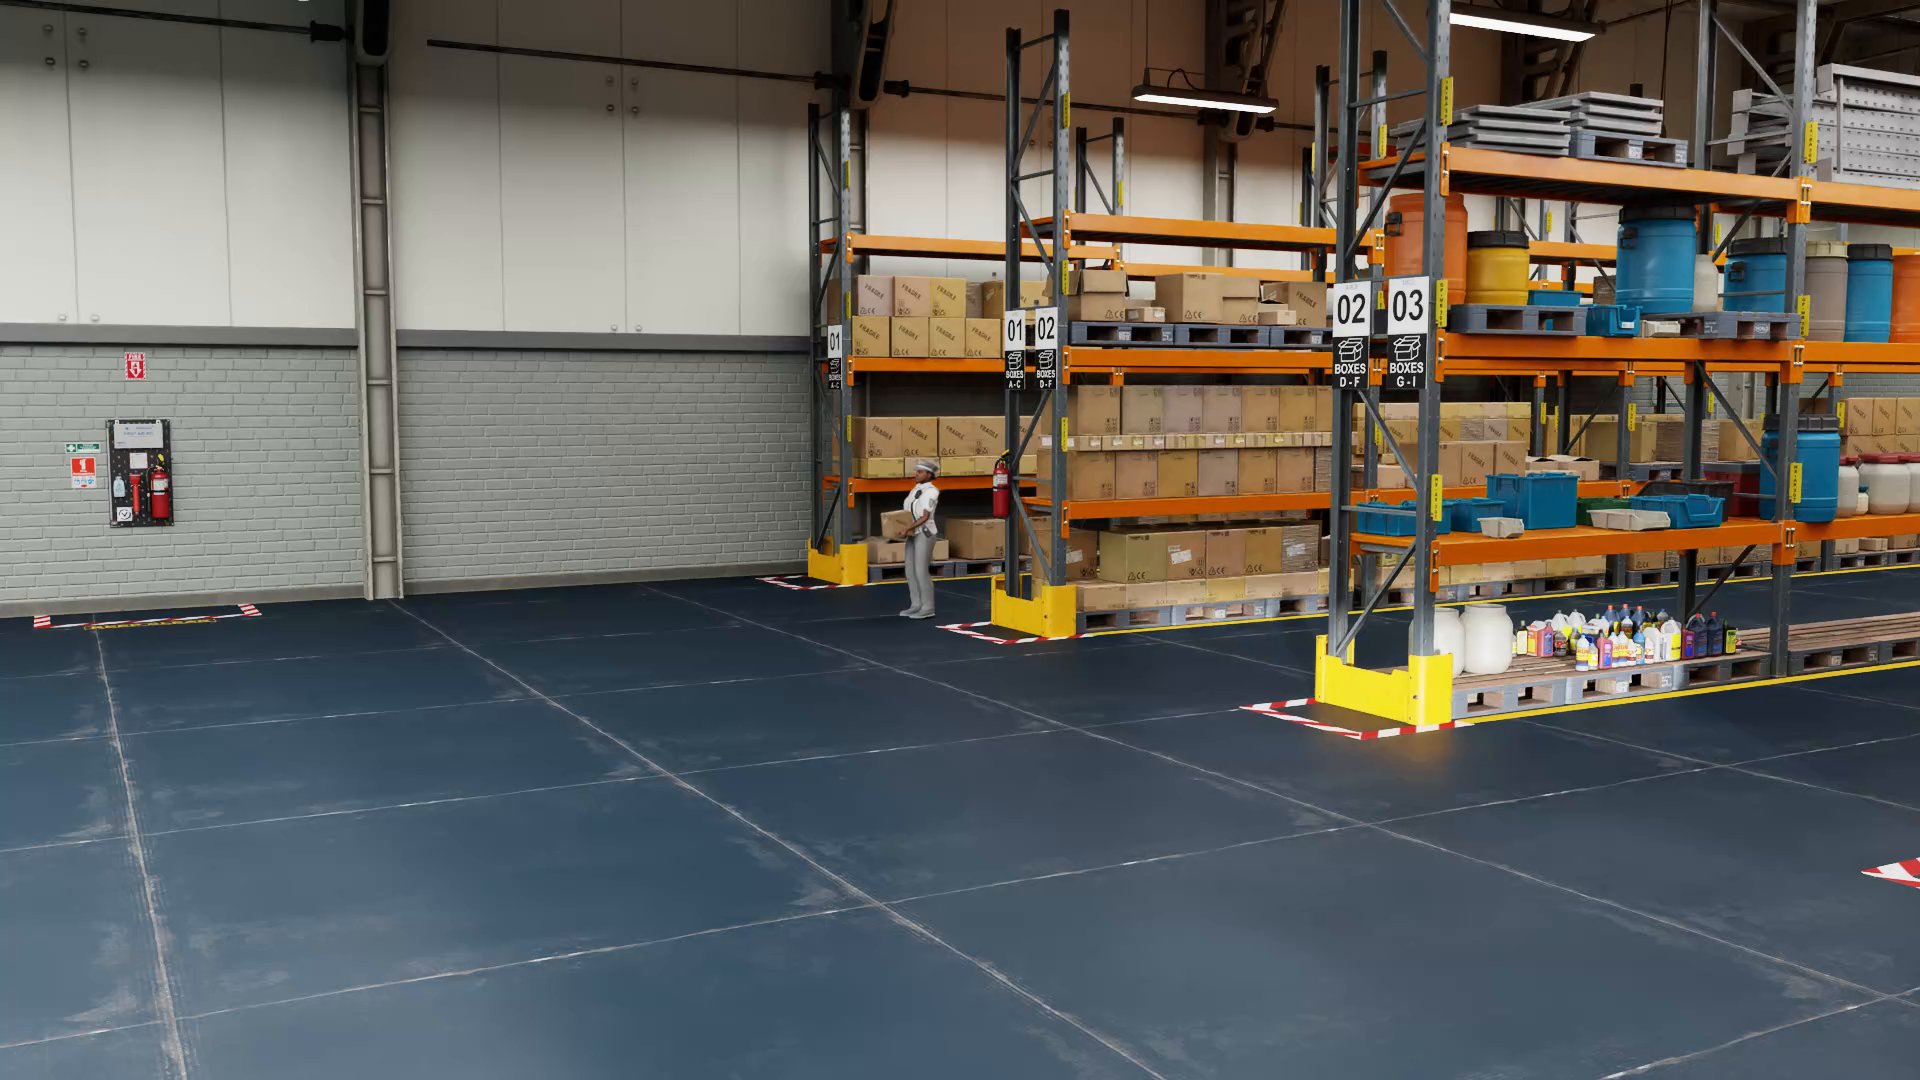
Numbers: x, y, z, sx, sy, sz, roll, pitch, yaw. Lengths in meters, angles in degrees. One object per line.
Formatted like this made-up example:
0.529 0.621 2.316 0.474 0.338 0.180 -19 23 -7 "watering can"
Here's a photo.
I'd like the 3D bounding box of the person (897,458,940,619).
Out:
-0.486 -0.021 17.594 0.534 1.688 0.450 -3 6 -28 "person"
